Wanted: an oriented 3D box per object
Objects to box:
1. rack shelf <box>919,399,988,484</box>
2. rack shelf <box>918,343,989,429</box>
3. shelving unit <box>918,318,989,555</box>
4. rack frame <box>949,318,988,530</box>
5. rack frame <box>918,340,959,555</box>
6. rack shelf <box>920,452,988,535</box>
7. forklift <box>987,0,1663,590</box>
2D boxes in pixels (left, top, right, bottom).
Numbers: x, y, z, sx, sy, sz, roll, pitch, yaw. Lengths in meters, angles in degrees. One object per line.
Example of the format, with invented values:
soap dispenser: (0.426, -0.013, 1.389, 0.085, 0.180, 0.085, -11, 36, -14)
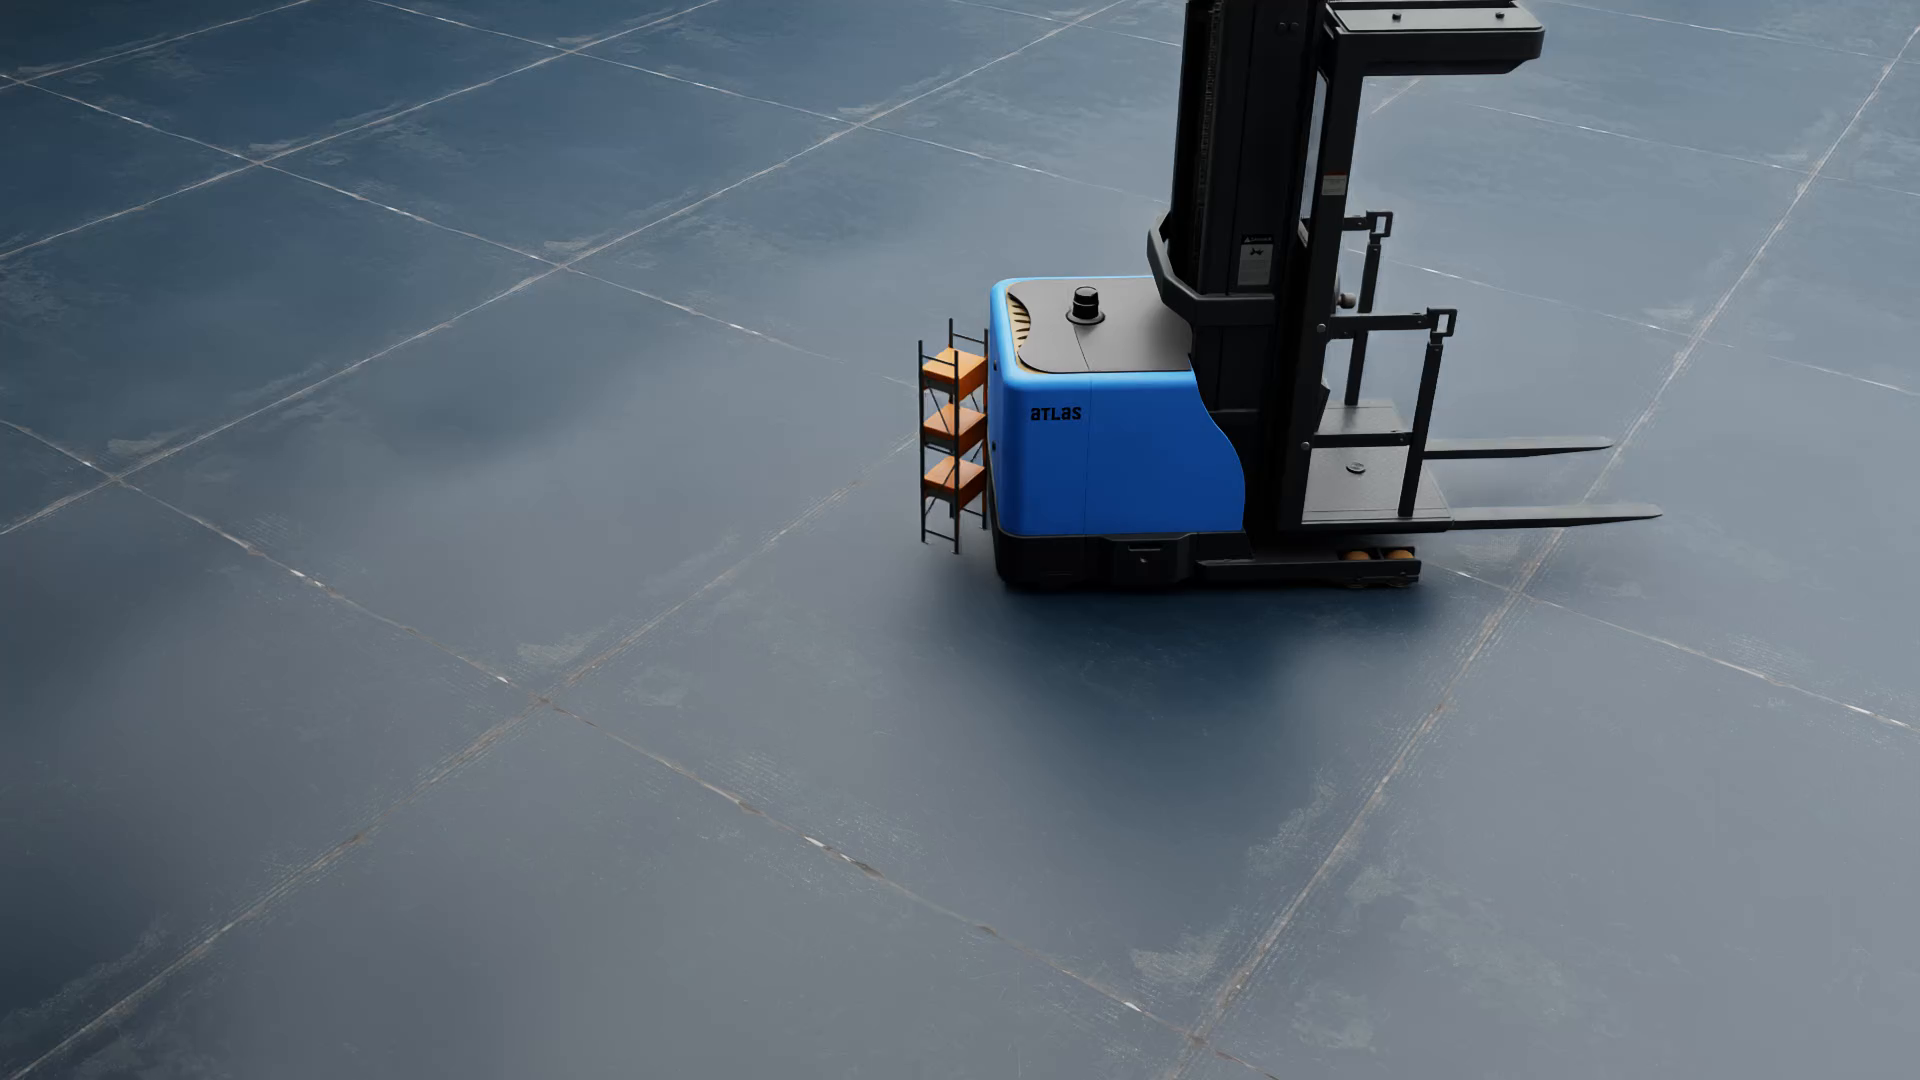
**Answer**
rack shelf: (-0.028, -0.445, 7.490, 0.215, 0.259, 0.240, 19, 39, 26)
rack shelf: (-0.028, -0.680, 7.331, 0.215, 0.259, 0.240, 19, 39, 26)
shelving unit: (-0.028, -0.454, 7.484, 0.215, 1.050, 0.252, 19, 39, 26)
rack frame: (0.037, -0.512, 7.570, 0.200, 1.050, 0.008, 19, 39, 26)
rack frame: (-0.092, -0.396, 7.398, 0.200, 1.050, 0.008, 19, 39, 26)
rack shelf: (-0.028, -0.215, 7.646, 0.215, 0.259, 0.240, 19, 39, 26)
forklift: (1.658, -1.294, 7.047, 3.031, 2.935, 1.130, -1, 34, -2)
